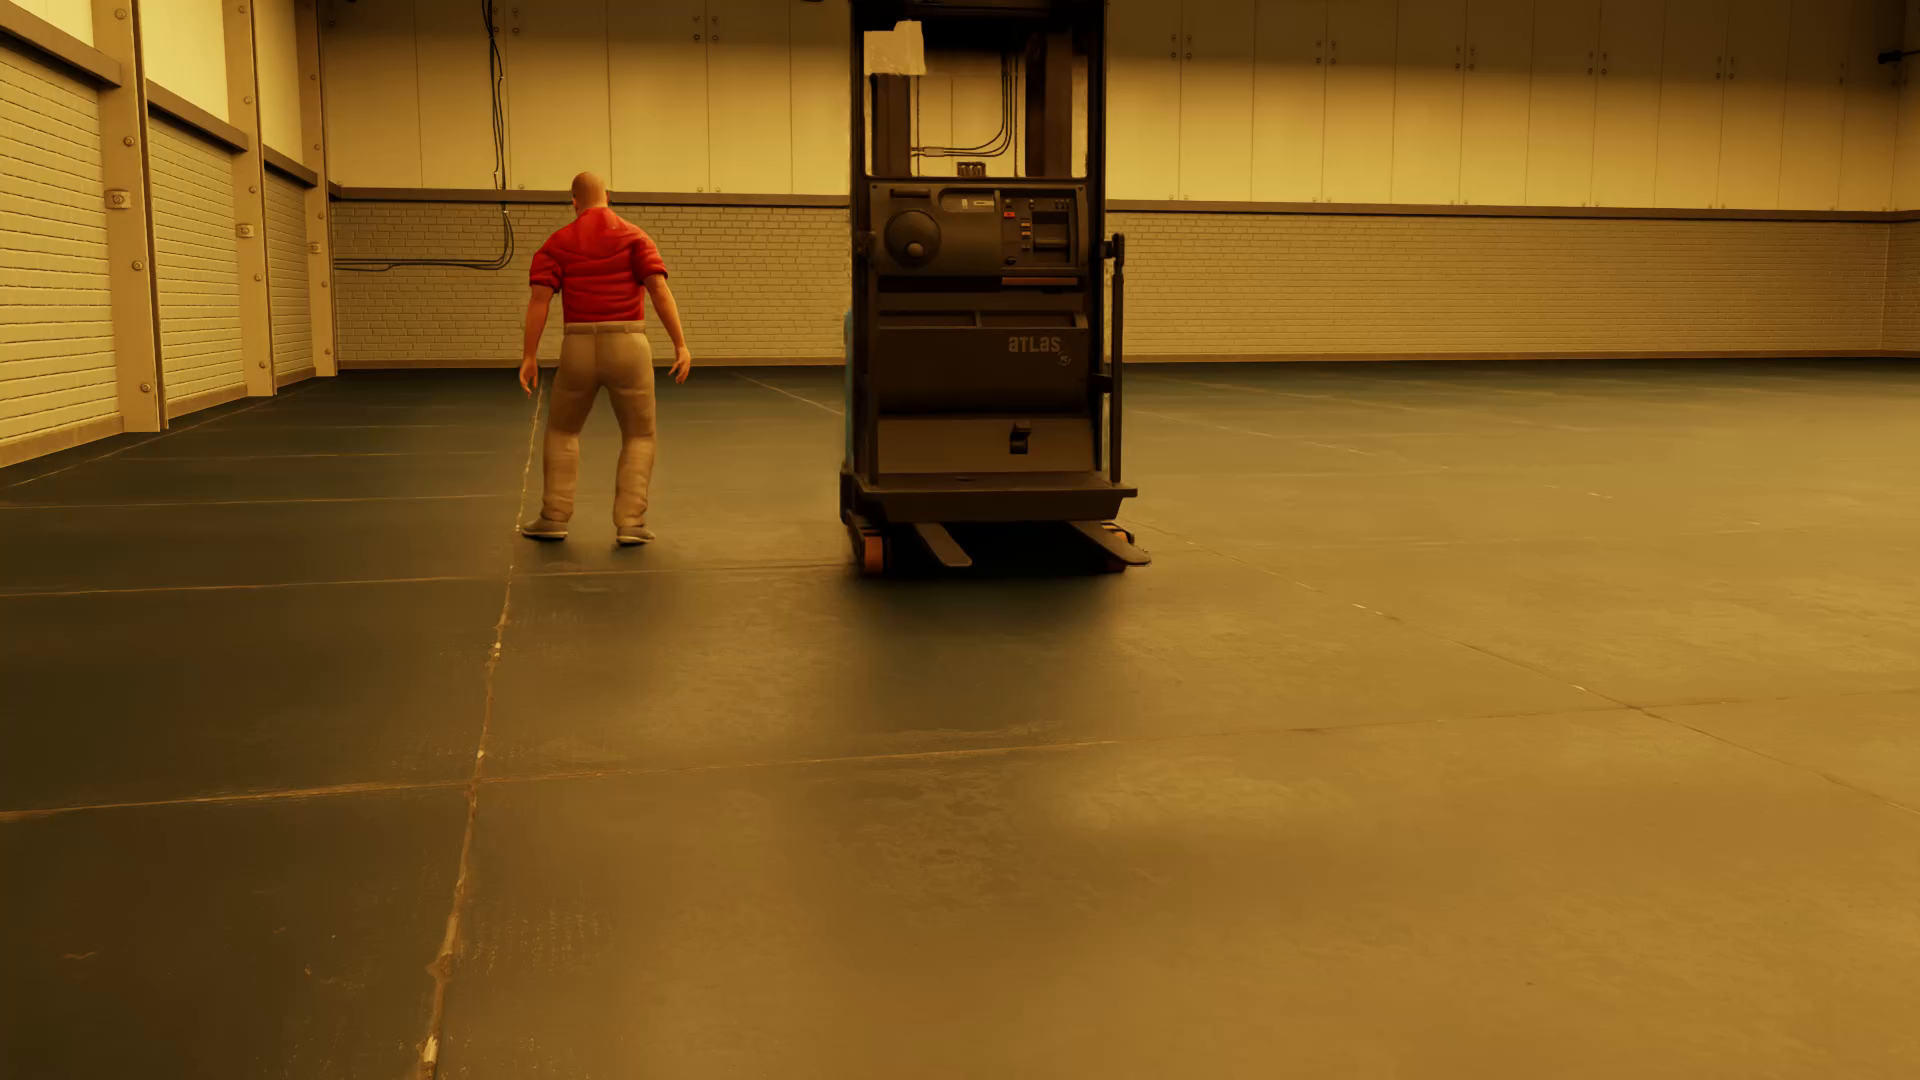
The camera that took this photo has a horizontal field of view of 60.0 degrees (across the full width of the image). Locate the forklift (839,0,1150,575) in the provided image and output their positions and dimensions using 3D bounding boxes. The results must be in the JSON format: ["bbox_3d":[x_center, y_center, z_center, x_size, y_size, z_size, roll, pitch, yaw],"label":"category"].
[{"bbox_3d":[0.109,-1.359,6.842,1.130,2.935,3.031,-1,8,-7],"label":"forklift"}]

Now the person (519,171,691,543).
[{"bbox_3d":[-1.646,-0.823,7.600,0.878,1.703,0.420,1,8,6],"label":"person"}]
